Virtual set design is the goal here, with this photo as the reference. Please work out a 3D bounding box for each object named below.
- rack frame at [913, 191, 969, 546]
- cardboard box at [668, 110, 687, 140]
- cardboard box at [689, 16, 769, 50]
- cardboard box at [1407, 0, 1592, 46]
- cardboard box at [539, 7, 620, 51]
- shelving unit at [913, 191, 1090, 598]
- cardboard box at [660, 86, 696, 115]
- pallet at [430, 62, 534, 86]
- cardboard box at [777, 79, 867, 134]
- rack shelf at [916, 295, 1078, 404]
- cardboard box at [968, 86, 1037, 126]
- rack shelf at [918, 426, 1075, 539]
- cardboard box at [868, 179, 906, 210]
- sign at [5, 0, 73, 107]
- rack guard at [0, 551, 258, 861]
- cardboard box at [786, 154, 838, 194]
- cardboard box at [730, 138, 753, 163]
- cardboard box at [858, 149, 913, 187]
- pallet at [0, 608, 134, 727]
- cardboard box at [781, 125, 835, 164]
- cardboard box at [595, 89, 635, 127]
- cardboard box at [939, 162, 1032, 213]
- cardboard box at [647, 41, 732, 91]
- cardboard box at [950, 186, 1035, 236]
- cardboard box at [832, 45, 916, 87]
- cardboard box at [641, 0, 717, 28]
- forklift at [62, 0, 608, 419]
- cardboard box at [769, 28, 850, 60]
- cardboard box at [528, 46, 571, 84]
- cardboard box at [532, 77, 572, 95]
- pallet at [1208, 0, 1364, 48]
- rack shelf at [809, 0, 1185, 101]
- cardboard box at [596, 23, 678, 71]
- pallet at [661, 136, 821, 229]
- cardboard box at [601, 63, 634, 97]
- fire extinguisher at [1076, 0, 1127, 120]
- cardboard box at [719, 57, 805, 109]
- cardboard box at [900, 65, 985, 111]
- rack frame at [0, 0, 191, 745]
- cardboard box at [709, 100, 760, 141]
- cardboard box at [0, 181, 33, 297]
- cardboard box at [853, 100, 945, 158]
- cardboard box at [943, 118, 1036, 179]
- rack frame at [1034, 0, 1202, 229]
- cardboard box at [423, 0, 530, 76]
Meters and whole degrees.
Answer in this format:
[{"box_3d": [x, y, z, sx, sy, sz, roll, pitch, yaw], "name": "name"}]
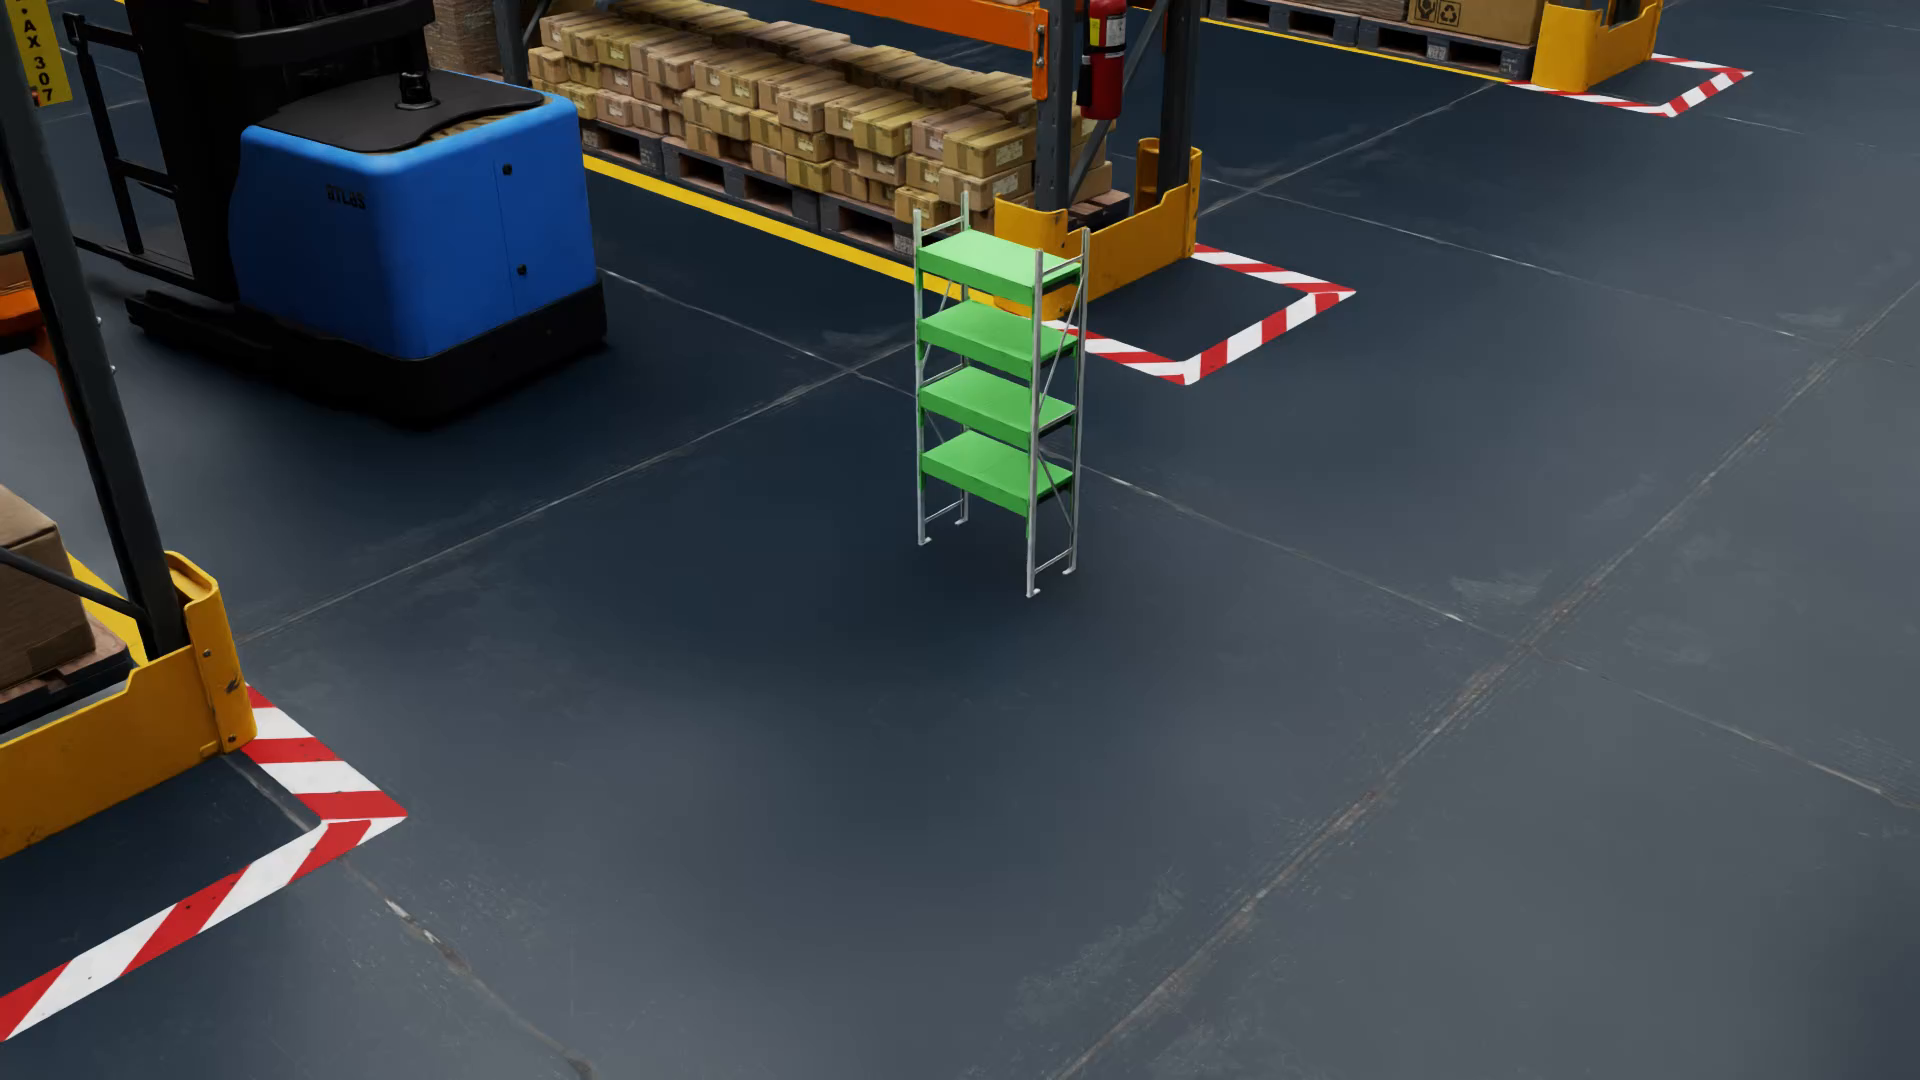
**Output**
[{"box_3d": [-0.058, -0.541, 5.486, 0.015, 1.200, 0.240, 25, 39, 35], "name": "rack frame"}, {"box_3d": [-1.349, -2.281, 8.988, 0.250, 0.149, 0.380, 23, 38, 33], "name": "cardboard box"}, {"box_3d": [-1.281, -2.792, 9.259, 0.250, 0.149, 0.380, 27, 40, 37], "name": "cardboard box"}, {"box_3d": [3.576, -3.816, 10.834, 0.875, 0.875, 0.875, 25, 39, 35], "name": "cardboard box"}, {"box_3d": [-2.148, -2.893, 9.428, 0.250, 0.149, 0.380, 27, 40, 37], "name": "cardboard box"}, {"box_3d": [0.123, -0.457, 5.345, 0.503, 1.200, 0.258, 25, 39, 35], "name": "shelving unit"}, {"box_3d": [-1.372, -2.394, 8.887, 0.250, 0.149, 0.380, 27, 40, 37], "name": "cardboard box"}, {"box_3d": [-2.843, -2.952, 10.450, 1.213, 0.211, 1.003, 25, 39, 35], "name": "pallet"}, {"box_3d": [-0.673, -2.129, 8.158, 0.250, 0.149, 0.380, 27, 40, 37], "name": "cardboard box"}, {"box_3d": [0.123, -0.608, 5.255, 0.480, 0.148, 0.258, 25, 39, 35], "name": "rack shelf"}, {"box_3d": [0.255, -2.068, 8.057, 0.250, 0.149, 0.380, 26, 40, 36], "name": "cardboard box"}, {"box_3d": [0.123, -0.196, 5.502, 0.480, 0.148, 0.258, 25, 39, 35], "name": "rack shelf"}, {"box_3d": [-0.226, -1.729, 8.071, 0.250, 0.149, 0.380, 25, 39, 35], "name": "cardboard box"}, {"box_3d": [-2.169, -1.181, 3.887, 0.005, 0.325, 0.100, 25, 39, 35], "name": "sign"}, {"box_3d": [-2.528, 0.513, 4.413, 0.348, 0.500, 1.175, 25, 39, 35], "name": "rack guard"}, {"box_3d": [-0.649, -1.874, 8.312, 0.250, 0.149, 0.380, 23, 38, 33], "name": "cardboard box"}, {"box_3d": [-0.975, -2.093, 8.675, 0.250, 0.149, 0.380, 26, 40, 36], "name": "cardboard box"}, {"box_3d": [-0.268, -1.833, 7.954, 0.250, 0.149, 0.380, 23, 38, 33], "name": "cardboard box"}, {"box_3d": [-3.191, 0.382, 4.911, 1.213, 0.211, 1.003, 25, 39, 35], "name": "pallet"}, {"box_3d": [-0.661, -2.007, 8.244, 0.250, 0.149, 0.380, 26, 39, 36], "name": "cardboard box"}, {"box_3d": [-1.794, -2.430, 9.234, 0.250, 0.149, 0.380, 25, 39, 35], "name": "cardboard box"}, {"box_3d": [0.118, -1.653, 7.657, 0.250, 0.149, 0.380, 24, 38, 34], "name": "cardboard box"}, {"box_3d": [-1.421, -2.506, 8.784, 0.250, 0.149, 0.380, 26, 40, 36], "name": "cardboard box"}, {"box_3d": [0.171, -1.555, 7.781, 0.250, 0.149, 0.380, 26, 40, 36], "name": "cardboard box"}, {"box_3d": [-0.449, -2.466, 8.719, 0.250, 0.149, 0.380, 26, 39, 36], "name": "cardboard box"}, {"box_3d": [-1.610, -2.995, 9.596, 0.250, 0.149, 0.380, 26, 39, 36], "name": "cardboard box"}, {"box_3d": [-3.008, -2.305, 6.736, 3.031, 2.935, 1.130, 19, 36, 29], "name": "forklift"}, {"box_3d": [-0.810, -2.645, 9.015, 0.250, 0.149, 0.380, 23, 38, 33], "name": "cardboard box"}, {"box_3d": [-2.211, -2.716, 9.422, 0.250, 0.149, 0.380, 27, 40, 37], "name": "cardboard box"}, {"box_3d": [-2.210, -2.588, 9.497, 0.250, 0.149, 0.380, 23, 38, 33], "name": "cardboard box"}, {"box_3d": [2.558, -3.830, 11.907, 1.213, 0.211, 1.003, 25, 39, 35], "name": "pallet"}, {"box_3d": [-0.782, -2.878, 8.320, 4.000, 0.370, 1.077, 25, 39, 35], "name": "rack shelf"}, {"box_3d": [-1.763, -2.706, 9.118, 0.250, 0.149, 0.380, 24, 39, 34], "name": "cardboard box"}, {"box_3d": [-0.834, -2.042, 8.938, 1.213, 0.211, 1.003, 25, 39, 35], "name": "pallet"}, {"box_3d": [-1.758, -2.593, 9.217, 0.250, 0.149, 0.380, 25, 39, 35], "name": "cardboard box"}, {"box_3d": [0.578, -2.037, 6.662, 0.183, 0.674, 0.296, 25, 39, 35], "name": "fire extinguisher"}, {"box_3d": [-1.007, -2.343, 8.513, 0.250, 0.149, 0.380, 25, 39, 35], "name": "cardboard box"}, {"box_3d": [-0.085, -2.258, 8.373, 0.250, 0.149, 0.380, 23, 38, 33], "name": "cardboard box"}, {"box_3d": [-2.546, -0.566, 3.782, 0.127, 3.000, 1.000, 25, 39, 35], "name": "rack frame"}, {"box_3d": [-1.061, -2.187, 8.544, 0.250, 0.149, 0.380, 25, 39, 36], "name": "cardboard box"}, {"box_3d": [-2.709, -0.885, 4.214, 0.500, 0.500, 0.500, 25, 39, 35], "name": "cardboard box"}, {"box_3d": [-0.287, -1.944, 7.850, 0.250, 0.149, 0.380, 24, 39, 34], "name": "cardboard box"}, {"box_3d": [0.138, -1.794, 7.601, 0.250, 0.149, 0.380, 26, 39, 36], "name": "cardboard box"}, {"box_3d": [0.701, -2.494, 6.984, 0.127, 3.000, 1.000, 25, 39, 35], "name": "rack frame"}, {"box_3d": [-2.983, -3.147, 10.086, 0.500, 0.500, 0.500, 24, 39, 34], "name": "cardboard box"}]
